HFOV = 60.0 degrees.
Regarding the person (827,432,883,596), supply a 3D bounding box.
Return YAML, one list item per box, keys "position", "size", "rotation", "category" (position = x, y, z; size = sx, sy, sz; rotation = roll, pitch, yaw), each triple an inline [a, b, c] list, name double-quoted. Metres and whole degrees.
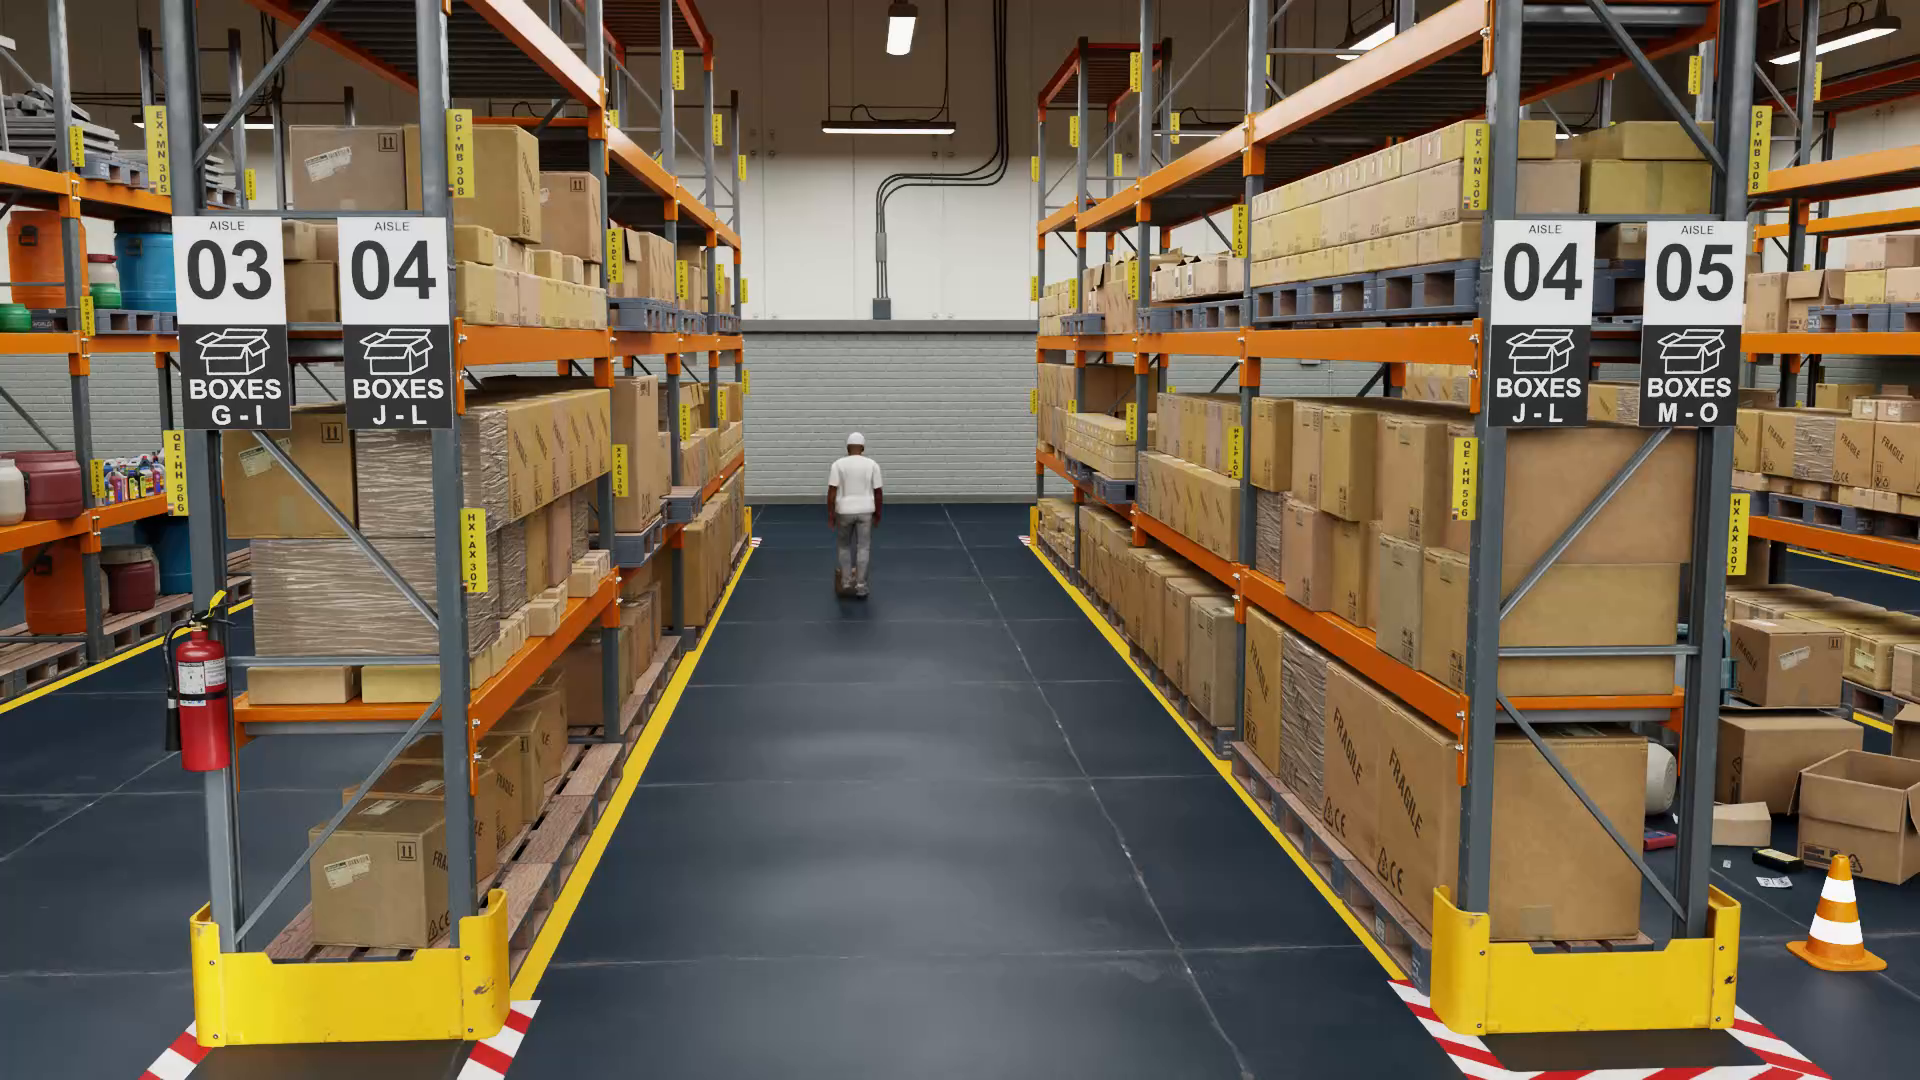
- position: [-1.129, -0.249, 17.940]
  size: [0.593, 1.818, 0.732]
  rotation: [0, 7, -3]
  category: "person"
